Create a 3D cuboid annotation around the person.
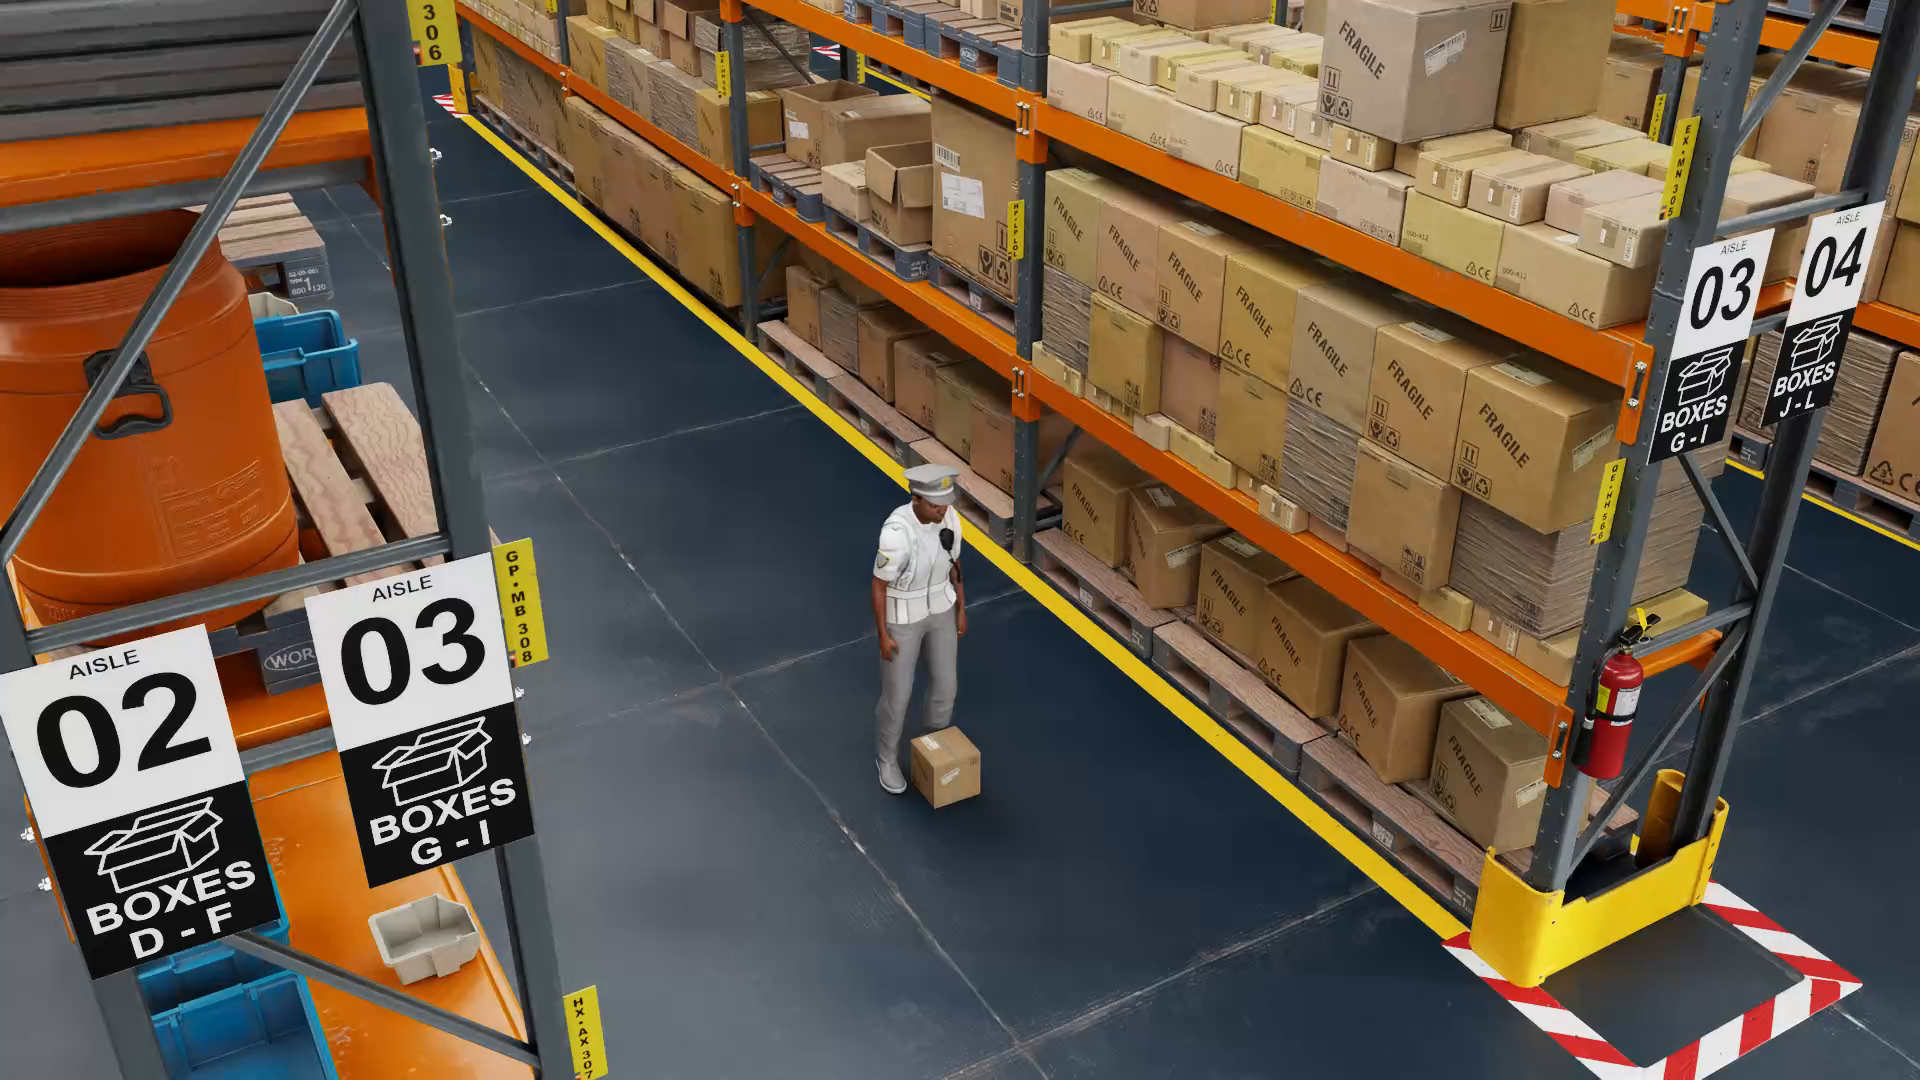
[{"bbox_3d":[-0.187,0.390,7.853,0.531,1.664,0.420,-18,34,-29],"label":"person"}]
